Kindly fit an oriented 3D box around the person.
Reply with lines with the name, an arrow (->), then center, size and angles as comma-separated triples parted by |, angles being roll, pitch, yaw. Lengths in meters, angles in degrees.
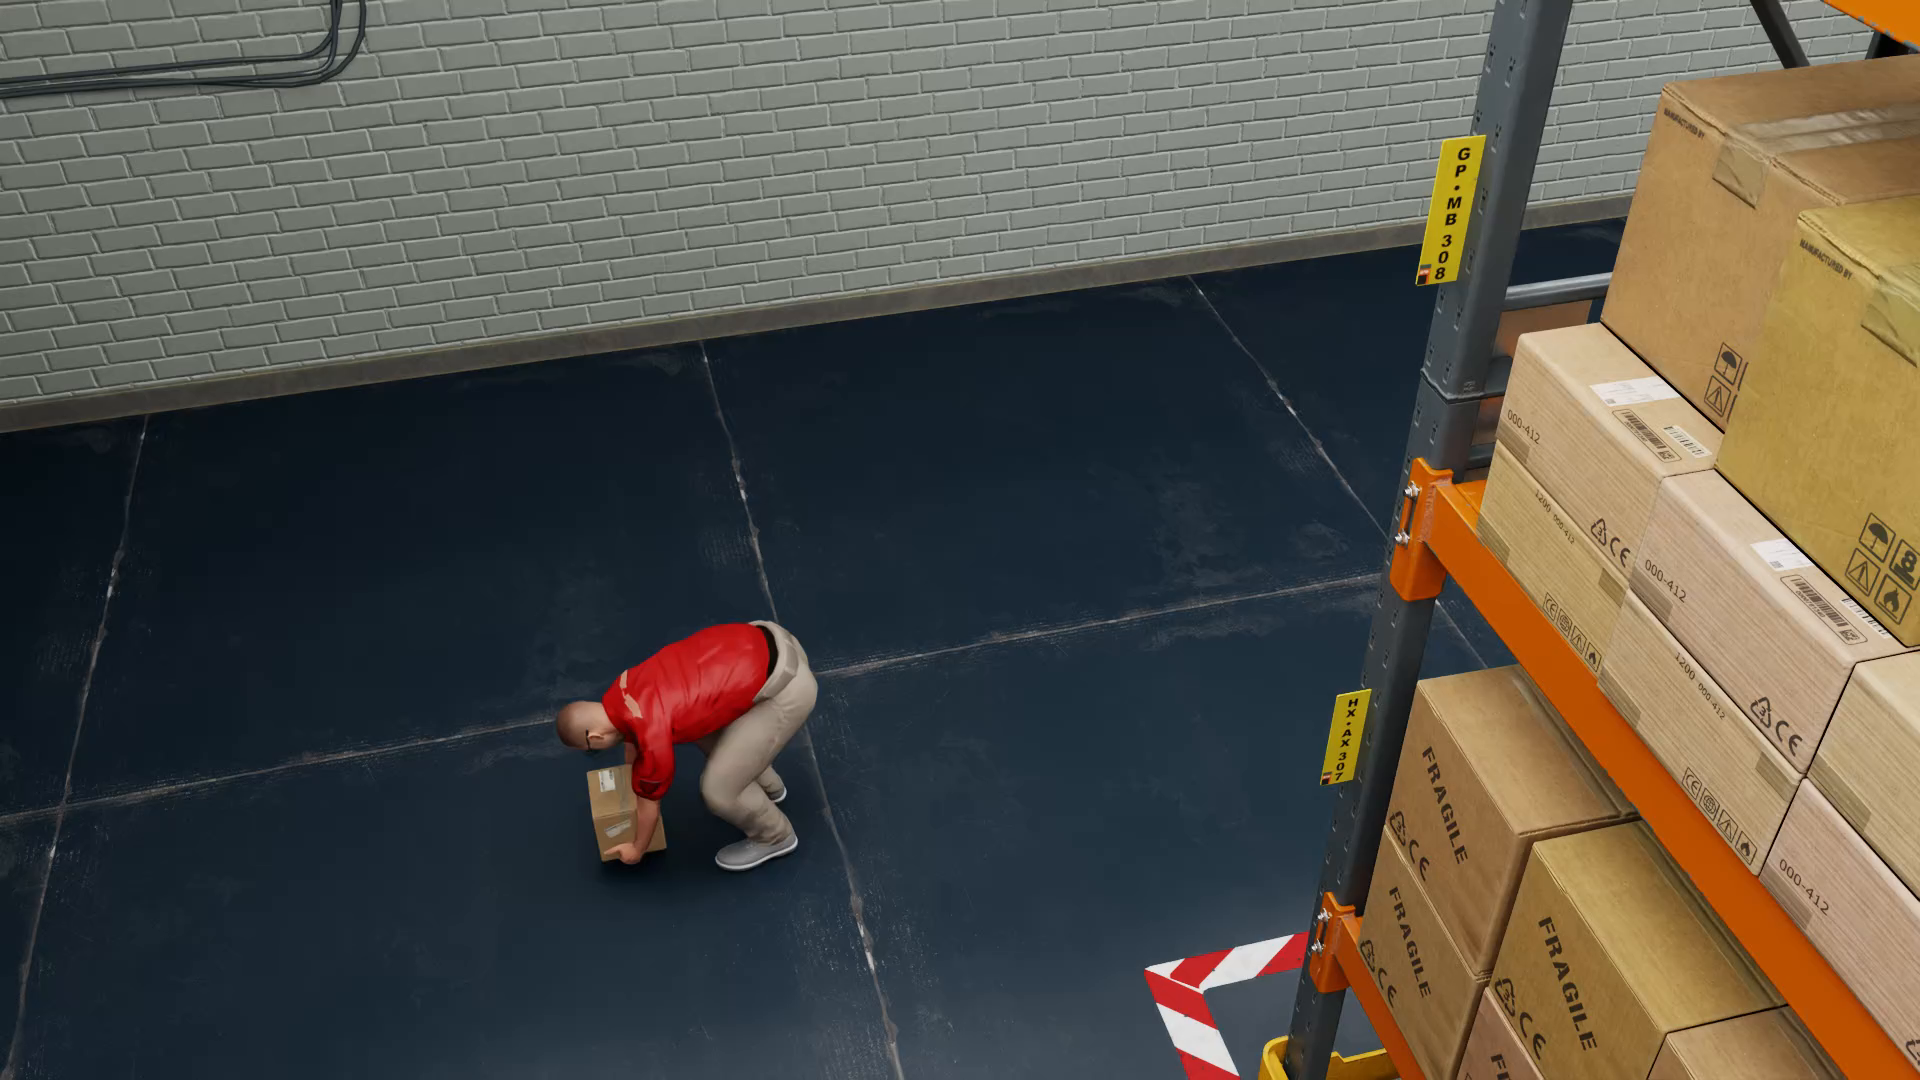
person -> -1.009, 0.805, 6.313 | 0.958, 0.971, 0.530 | -11, 39, -14
